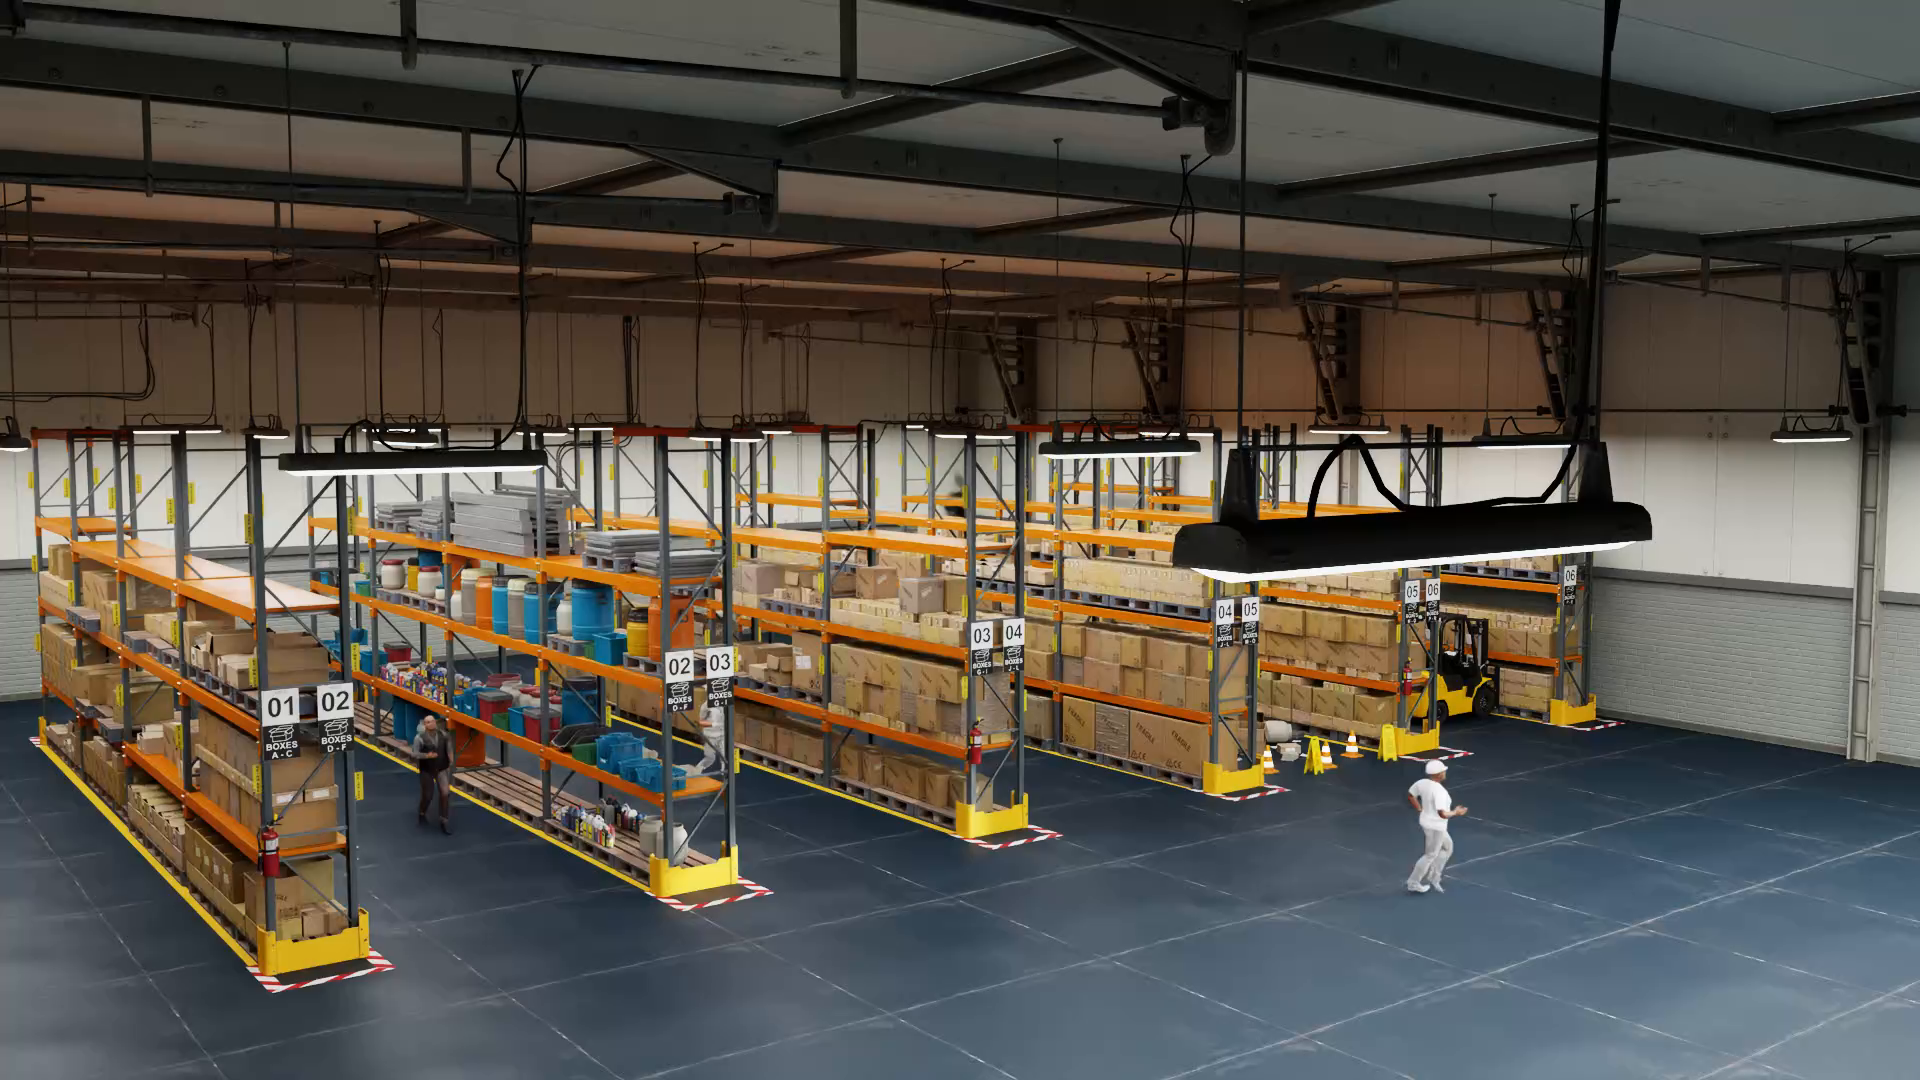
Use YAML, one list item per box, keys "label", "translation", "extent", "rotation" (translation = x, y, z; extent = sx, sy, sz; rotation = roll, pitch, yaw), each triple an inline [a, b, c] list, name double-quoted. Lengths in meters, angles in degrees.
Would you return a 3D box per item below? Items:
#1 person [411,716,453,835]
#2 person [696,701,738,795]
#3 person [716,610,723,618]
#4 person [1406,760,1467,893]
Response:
- label: "person"
  translation: [-7.923, 3.516, 25.062]
  extent: [0.663, 1.739, 0.908]
  rotation: [-3, 5, -32]
- label: "person"
  translation: [-4.040, 3.264, 27.477]
  extent: [0.949, 1.799, 0.653]
  rotation: [4, 6, 41]
- label: "person"
  translation: [-5.996, 2.281, 40.821]
  extent: [0.696, 1.751, 0.790]
  rotation: [4, 6, 43]
- label: "person"
  translation: [6.188, 3.760, 21.654]
  extent: [0.738, 1.806, 0.671]
  rotation: [0, 4, -2]
